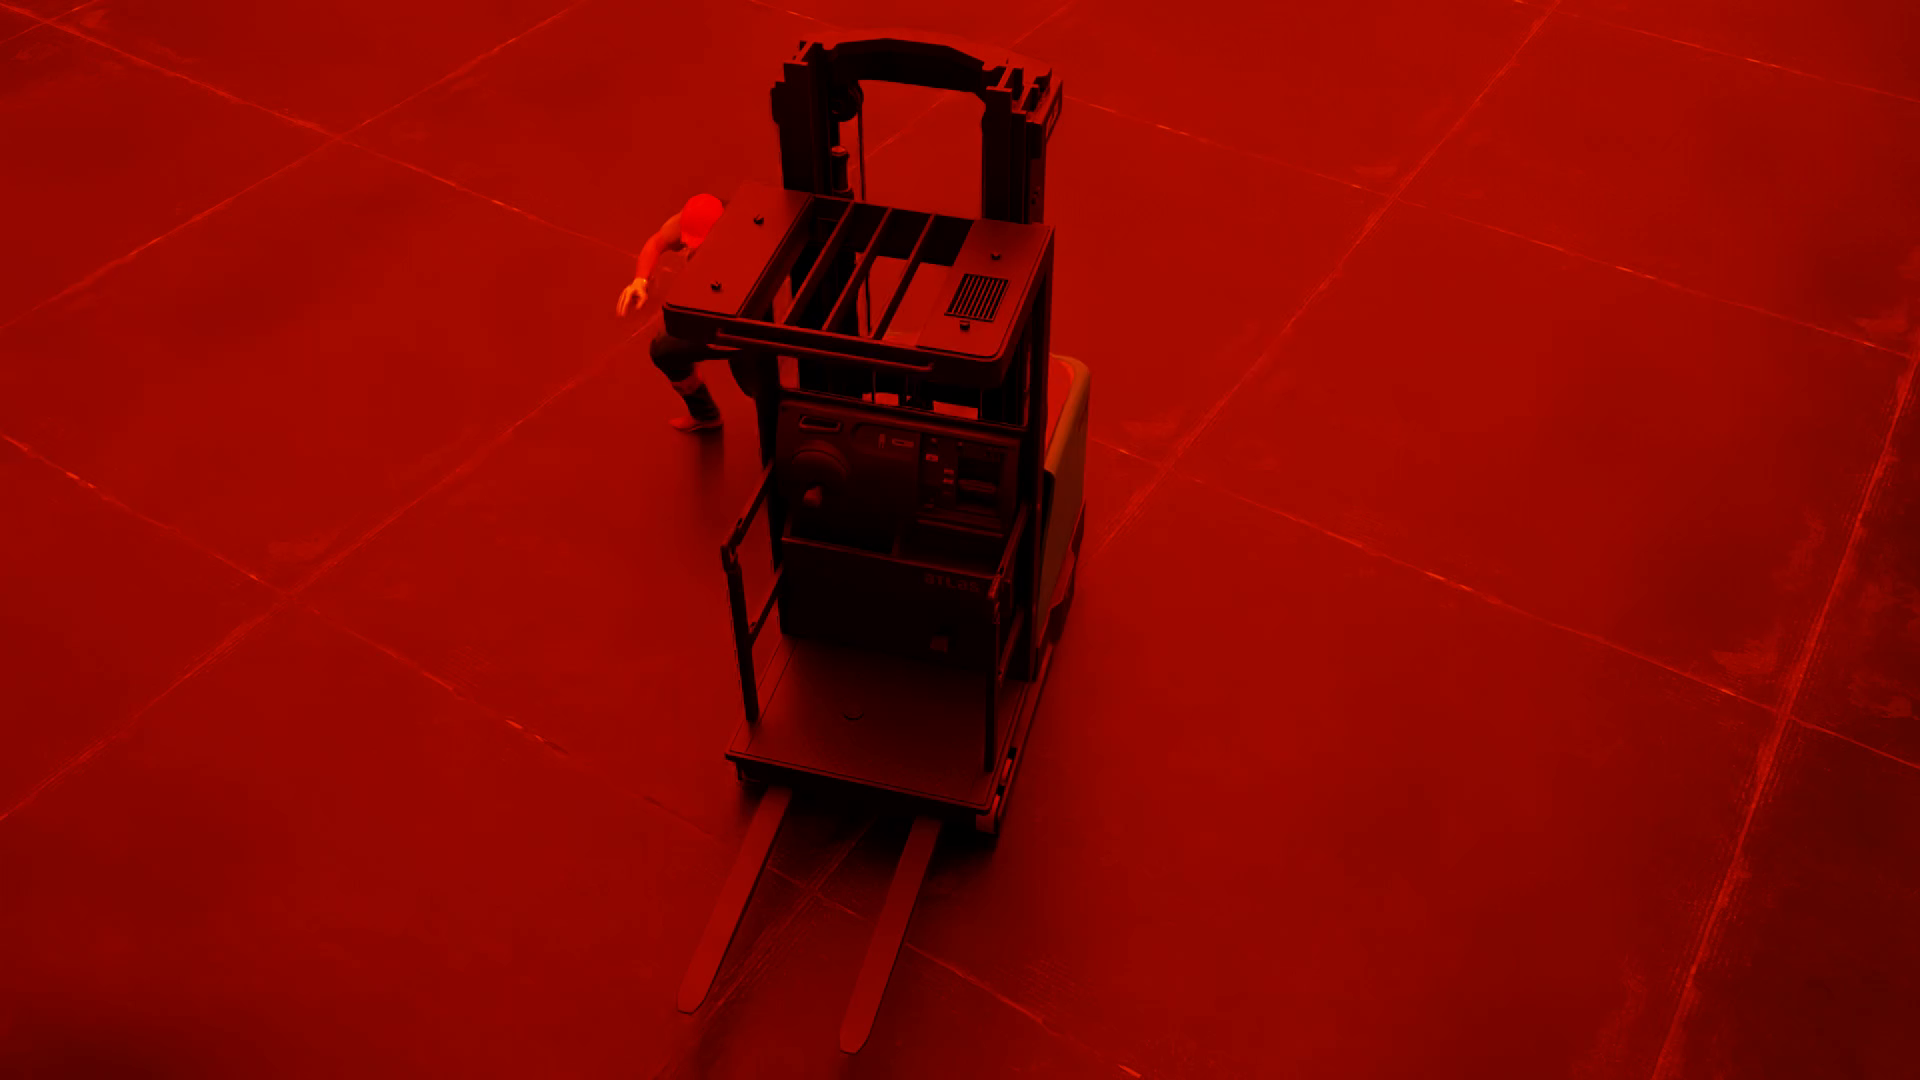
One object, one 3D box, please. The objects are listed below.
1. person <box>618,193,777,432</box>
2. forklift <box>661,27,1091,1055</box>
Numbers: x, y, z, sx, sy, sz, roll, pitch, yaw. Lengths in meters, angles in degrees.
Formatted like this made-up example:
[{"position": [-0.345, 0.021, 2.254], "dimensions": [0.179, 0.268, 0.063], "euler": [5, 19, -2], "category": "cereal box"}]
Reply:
[{"position": [-1.120, -0.997, 7.963], "dimensions": [0.953, 1.540, 0.685], "euler": [11, 44, 11], "category": "person"}, {"position": [-0.290, -0.180, 6.038], "dimensions": [1.130, 2.935, 3.031], "euler": [10, 44, 11], "category": "forklift"}]
